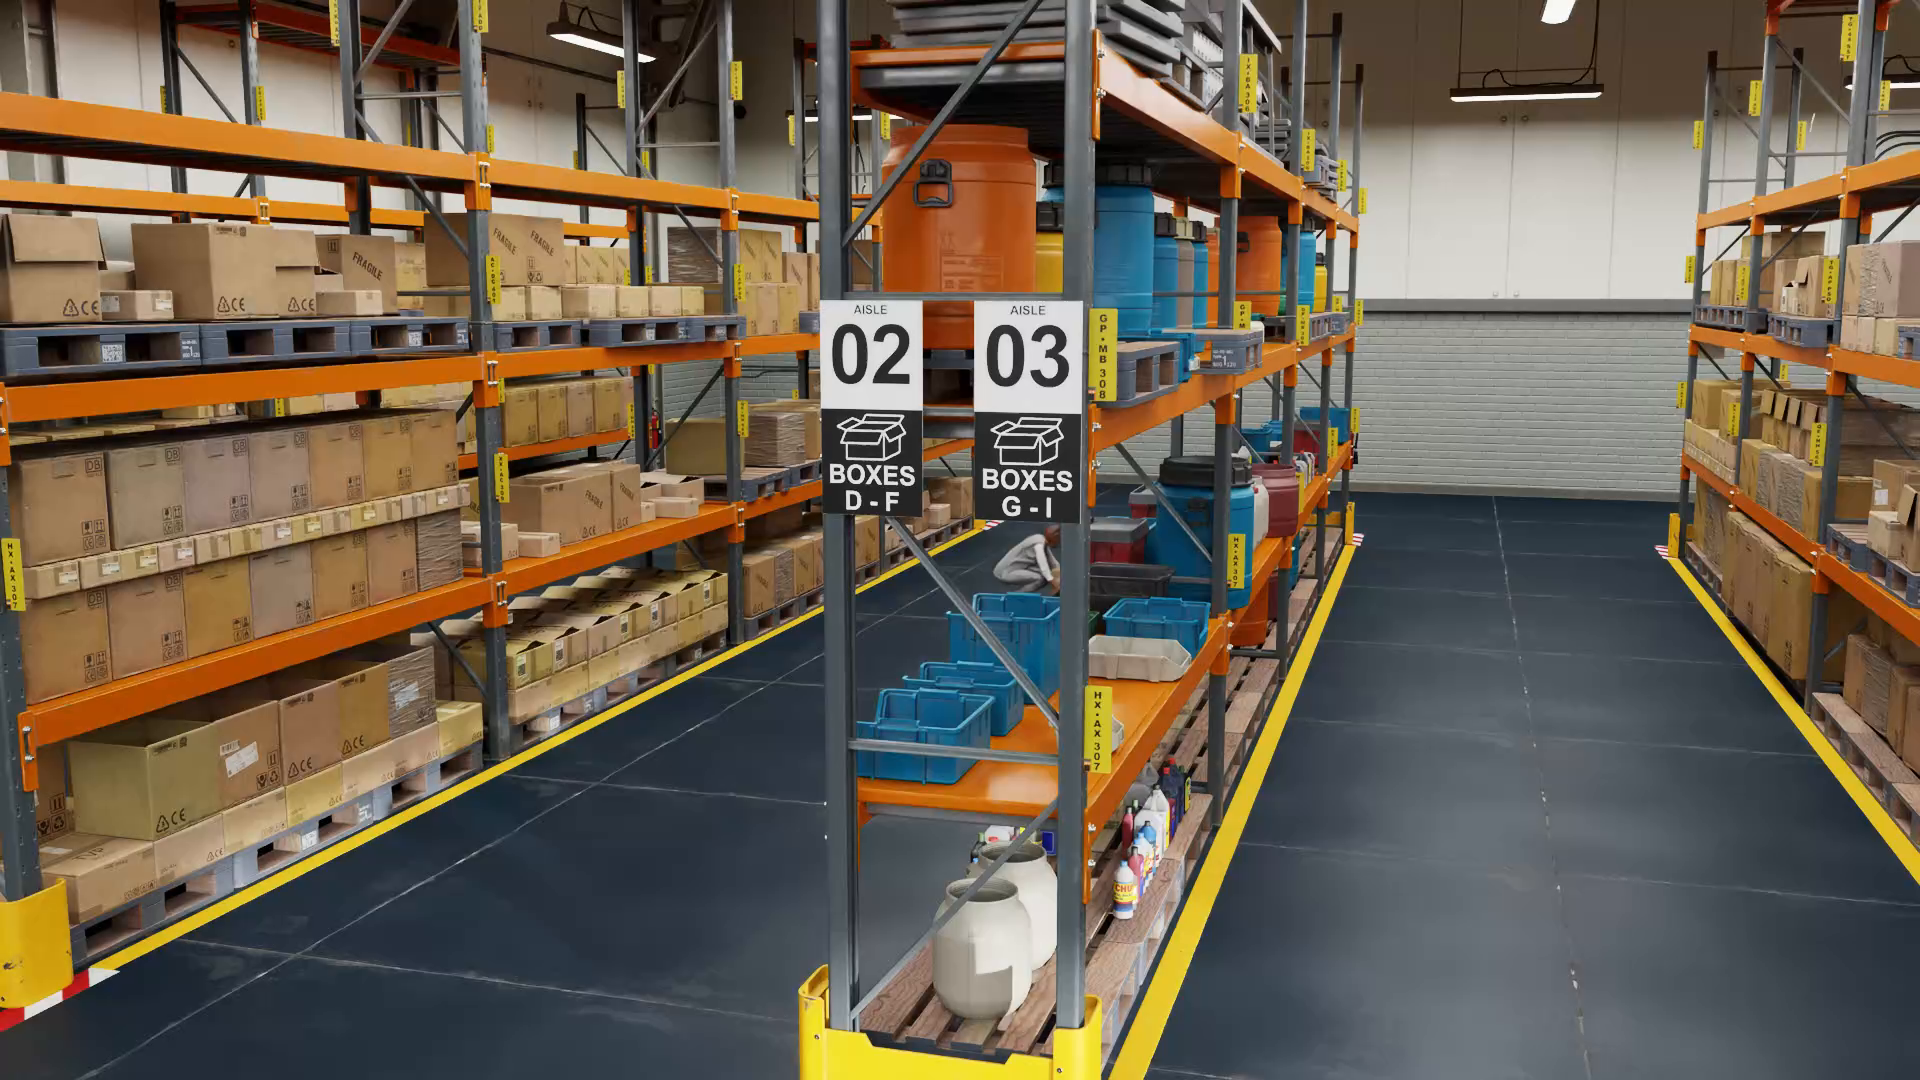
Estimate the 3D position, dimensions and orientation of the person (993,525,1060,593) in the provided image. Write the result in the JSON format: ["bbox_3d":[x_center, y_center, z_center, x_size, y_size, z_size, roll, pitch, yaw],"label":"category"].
[{"bbox_3d":[0.749,0.293,16.878,0.814,0.875,0.452,3,9,16],"label":"person"}]
